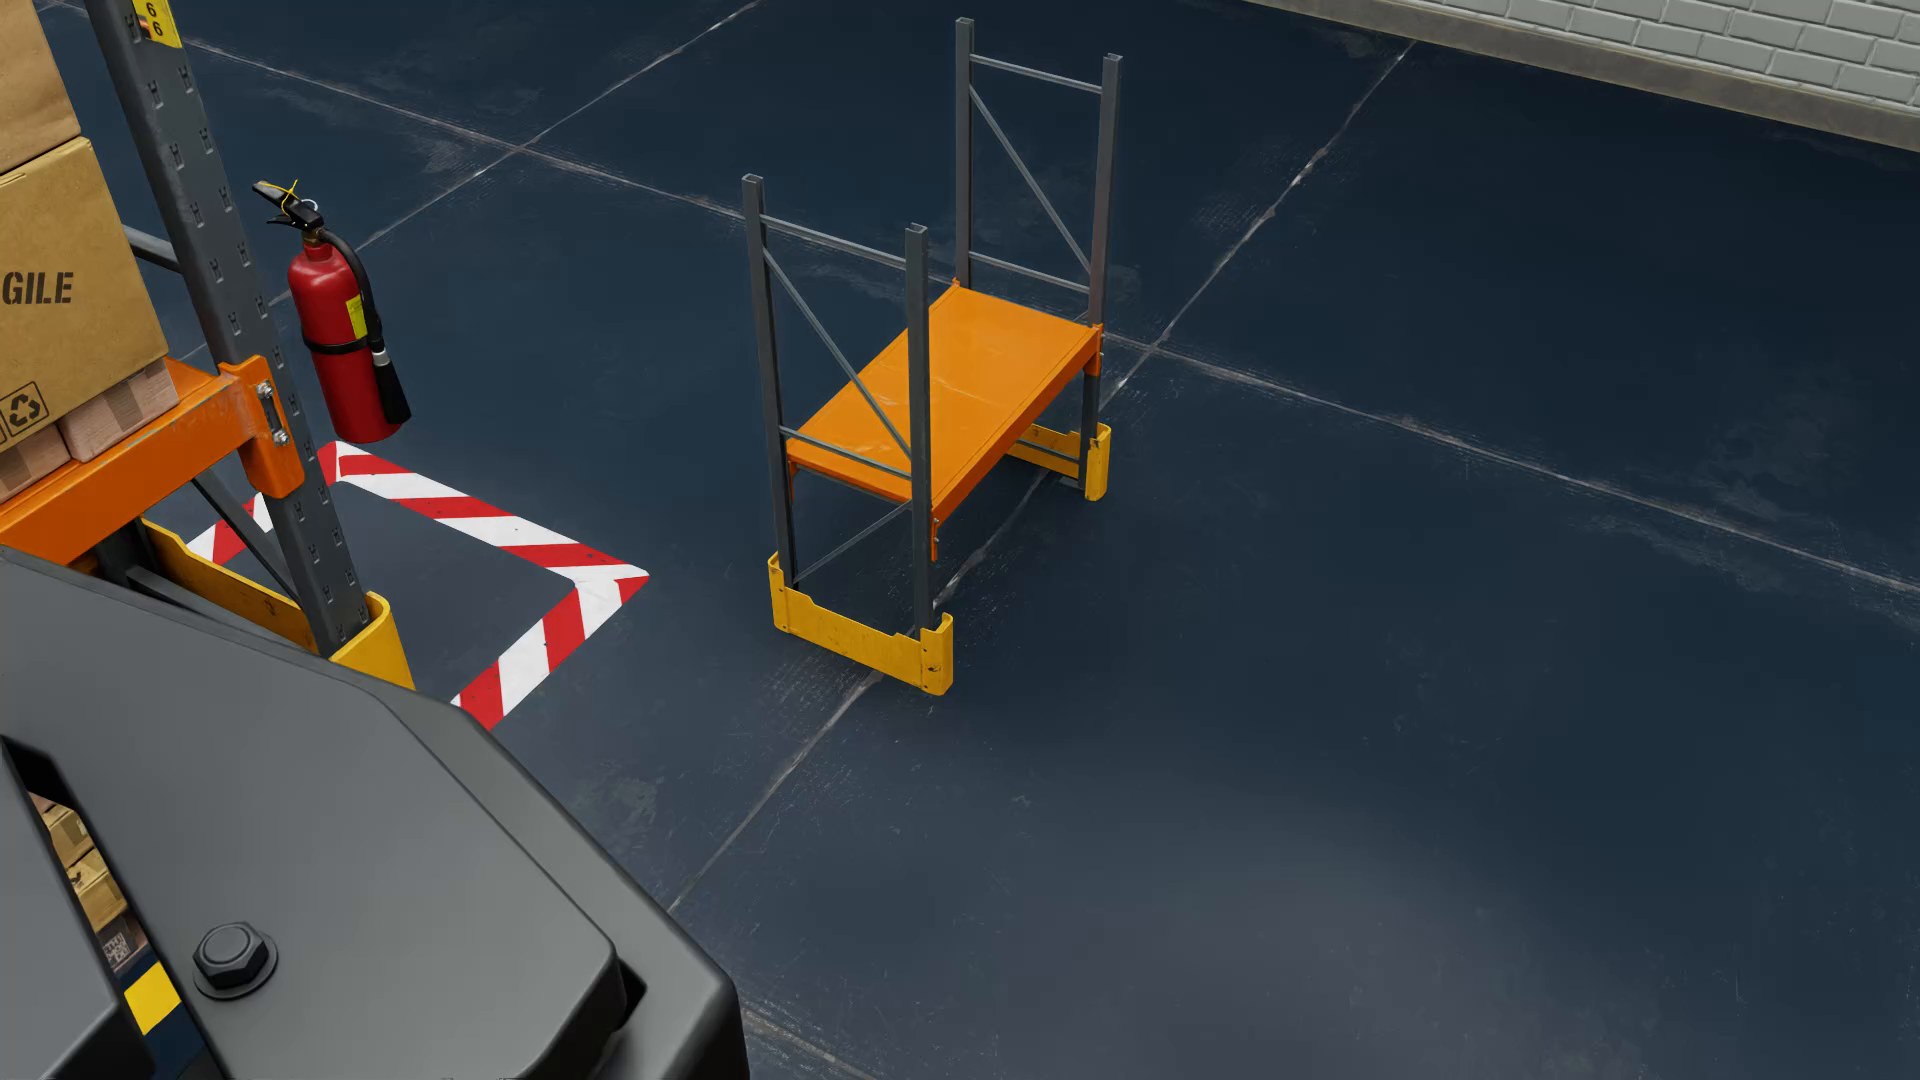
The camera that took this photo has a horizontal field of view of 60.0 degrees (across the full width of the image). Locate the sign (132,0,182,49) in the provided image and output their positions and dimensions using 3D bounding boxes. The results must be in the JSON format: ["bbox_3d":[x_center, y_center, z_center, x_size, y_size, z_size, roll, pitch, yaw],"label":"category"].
[{"bbox_3d":[-1.530,-1.077,3.088,0.100,0.325,0.005,21,45,22],"label":"sign"}]

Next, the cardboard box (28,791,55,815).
[{"bbox_3d":[-2.222,0.482,3.823,0.380,0.149,0.250,22,46,23],"label":"cardboard box"}]

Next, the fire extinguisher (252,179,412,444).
[{"bbox_3d":[-1.475,-0.541,3.936,0.296,0.674,0.183,21,45,22],"label":"fire extinguisher"}]

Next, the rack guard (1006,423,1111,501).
[{"bbox_3d":[0.211,-0.335,5.441,0.587,0.250,0.087,21,45,22],"label":"rack guard"}]

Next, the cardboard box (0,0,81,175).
[{"bbox_3d":[-2.014,-0.899,2.944,0.500,0.500,0.500,20,45,21],"label":"cardboard box"}]

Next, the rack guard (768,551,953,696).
[{"bbox_3d":[-0.287,0.235,4.794,0.587,0.250,0.087,21,45,22],"label":"rack guard"}]

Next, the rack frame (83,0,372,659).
[{"bbox_3d":[-2.001,-0.719,3.797,1.000,3.000,0.127,21,45,22],"label":"rack frame"}]

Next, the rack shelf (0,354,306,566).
[{"bbox_3d":[-3.002,0.696,2.735,1.077,0.370,4.000,21,45,22],"label":"rack shelf"}]

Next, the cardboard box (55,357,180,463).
[{"bbox_3d":[-1.919,-0.344,3.562,0.380,0.149,0.250,21,46,22],"label":"cardboard box"}]

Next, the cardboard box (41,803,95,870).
[{"bbox_3d":[-2.195,0.610,3.902,0.380,0.149,0.250,20,45,21],"label":"cardboard box"}]

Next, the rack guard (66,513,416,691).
[{"bbox_3d":[-2.039,0.263,4.573,1.175,0.500,0.348,21,45,22],"label":"rack guard"}]

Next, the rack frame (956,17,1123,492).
[{"bbox_3d":[0.212,-0.805,5.029,0.500,1.500,0.032,21,45,22],"label":"rack frame"}]

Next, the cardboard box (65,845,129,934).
[{"bbox_3d":[-2.125,0.744,3.975,0.380,0.149,0.250,22,46,23],"label":"cardboard box"}]

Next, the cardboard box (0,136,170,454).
[{"bbox_3d":[-2.003,-0.526,3.277,0.500,0.500,0.500,22,46,23],"label":"cardboard box"}]

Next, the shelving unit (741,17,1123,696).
[{"bbox_3d":[-0.038,-0.519,4.705,0.587,1.500,1.083,21,45,22],"label":"shelving unit"}]

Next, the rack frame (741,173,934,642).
[{"bbox_3d":[-0.297,-0.223,4.369,0.500,1.500,0.032,21,45,22],"label":"rack frame"}]

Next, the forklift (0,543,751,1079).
[{"bbox_3d":[-0.820,1.523,1.302,1.130,2.935,3.031,16,44,17],"label":"forklift"}]

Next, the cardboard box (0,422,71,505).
[{"bbox_3d":[-2.076,-0.215,3.414,0.380,0.149,0.250,21,45,22],"label":"cardboard box"}]

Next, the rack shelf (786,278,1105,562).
[{"bbox_3d":[-0.043,-0.379,4.818,0.538,0.185,1.000,21,45,22],"label":"rack shelf"}]

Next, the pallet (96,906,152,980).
[{"bbox_3d":[-2.476,0.824,4.154,1.003,0.211,1.213,21,45,22],"label":"pallet"}]
